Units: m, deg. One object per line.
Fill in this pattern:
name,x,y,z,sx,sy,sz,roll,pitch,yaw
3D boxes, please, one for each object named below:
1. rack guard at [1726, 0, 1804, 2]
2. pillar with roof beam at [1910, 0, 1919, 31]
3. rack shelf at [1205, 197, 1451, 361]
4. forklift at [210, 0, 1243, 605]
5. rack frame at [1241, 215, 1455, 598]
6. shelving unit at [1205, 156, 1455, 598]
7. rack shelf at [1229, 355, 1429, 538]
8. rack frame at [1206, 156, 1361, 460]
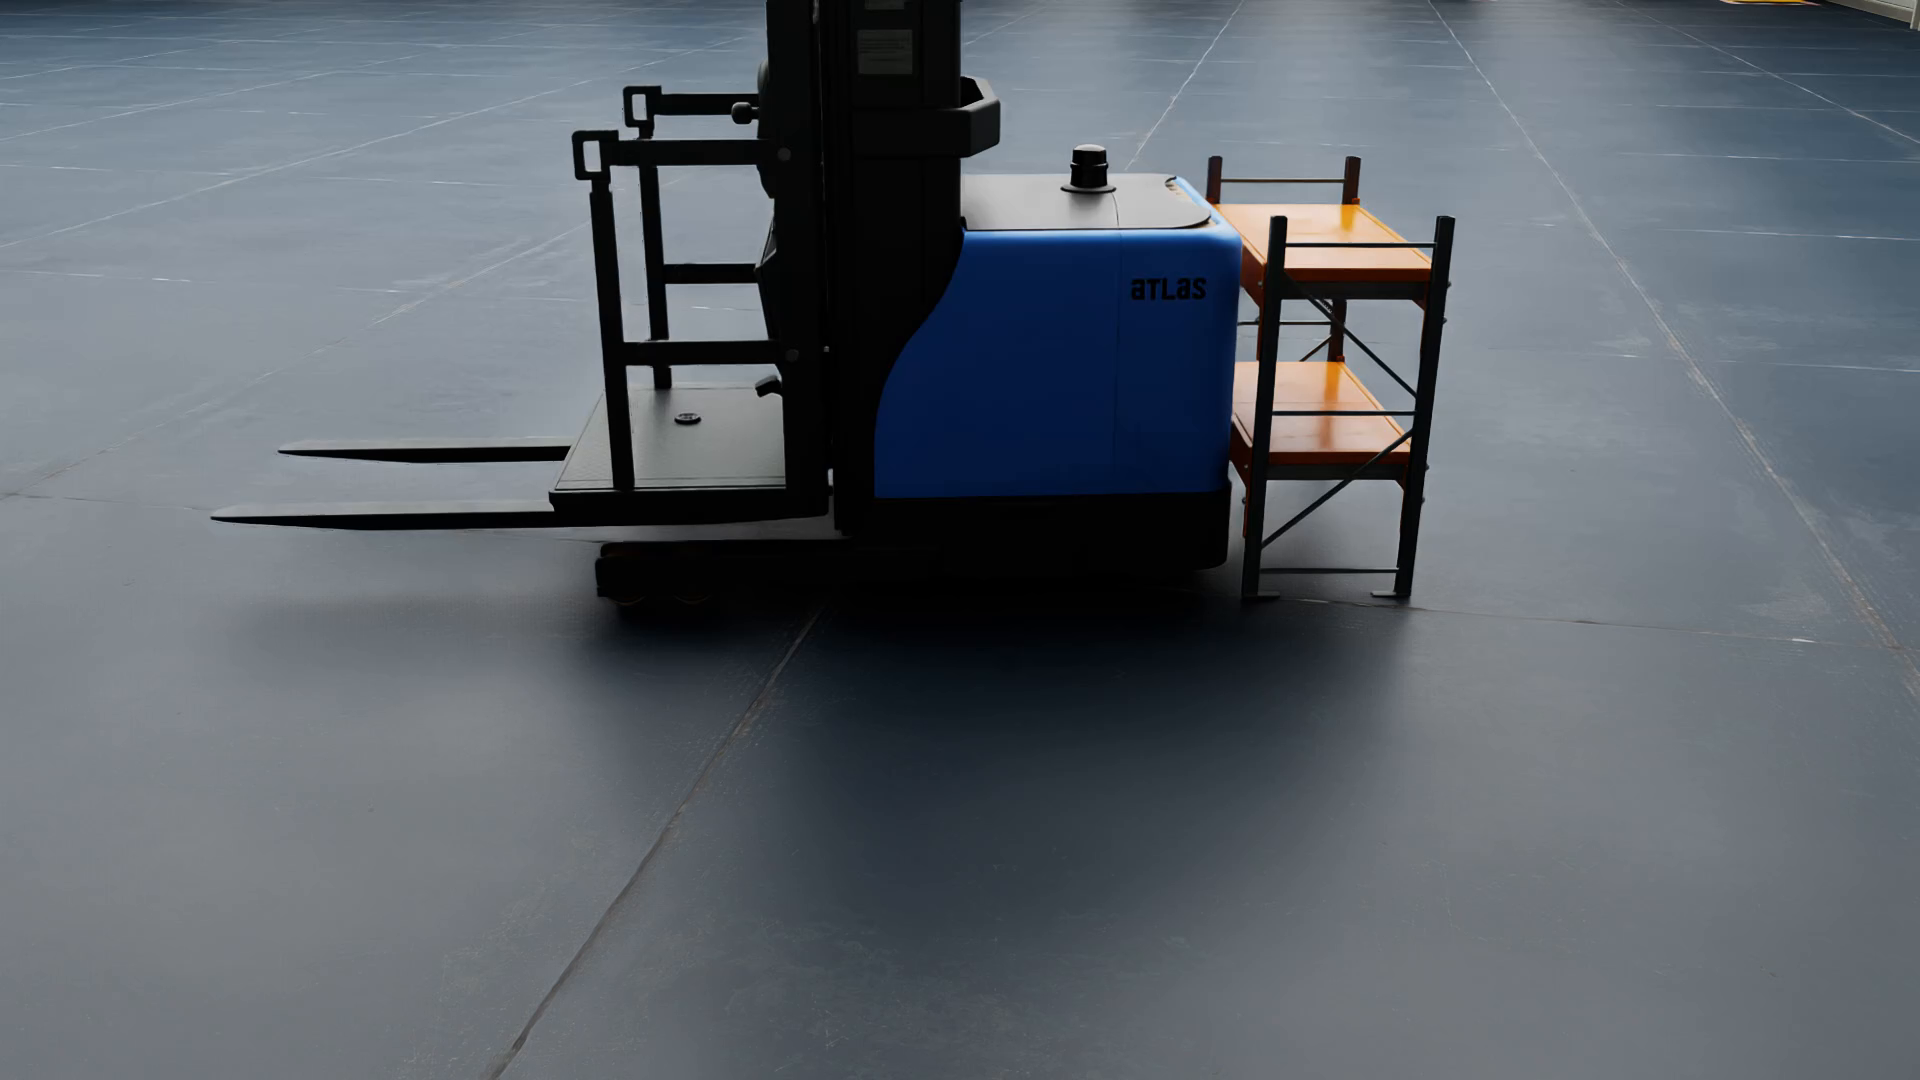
rack guard,13.266,-9.130,27.355,1.175,0.500,0.348,4,22,11
pillar with roof beam,8.856,-11.401,21.617,9.100,9.000,0.400,4,22,11
rack shelf,1.079,-0.820,5.094,0.538,0.278,1.000,0,22,-2
forklift,-0.726,-1.372,4.838,3.031,2.935,1.130,-1,22,-3
rack frame,1.091,-0.358,4.732,0.500,1.125,0.032,0,22,-2
shelving unit,1.077,-0.548,5.203,0.538,1.125,1.048,0,22,-2
rack shelf,1.075,-0.321,5.294,0.538,0.278,1.000,0,22,-2
rack frame,1.063,-0.738,5.674,0.500,1.125,0.032,0,22,-2
